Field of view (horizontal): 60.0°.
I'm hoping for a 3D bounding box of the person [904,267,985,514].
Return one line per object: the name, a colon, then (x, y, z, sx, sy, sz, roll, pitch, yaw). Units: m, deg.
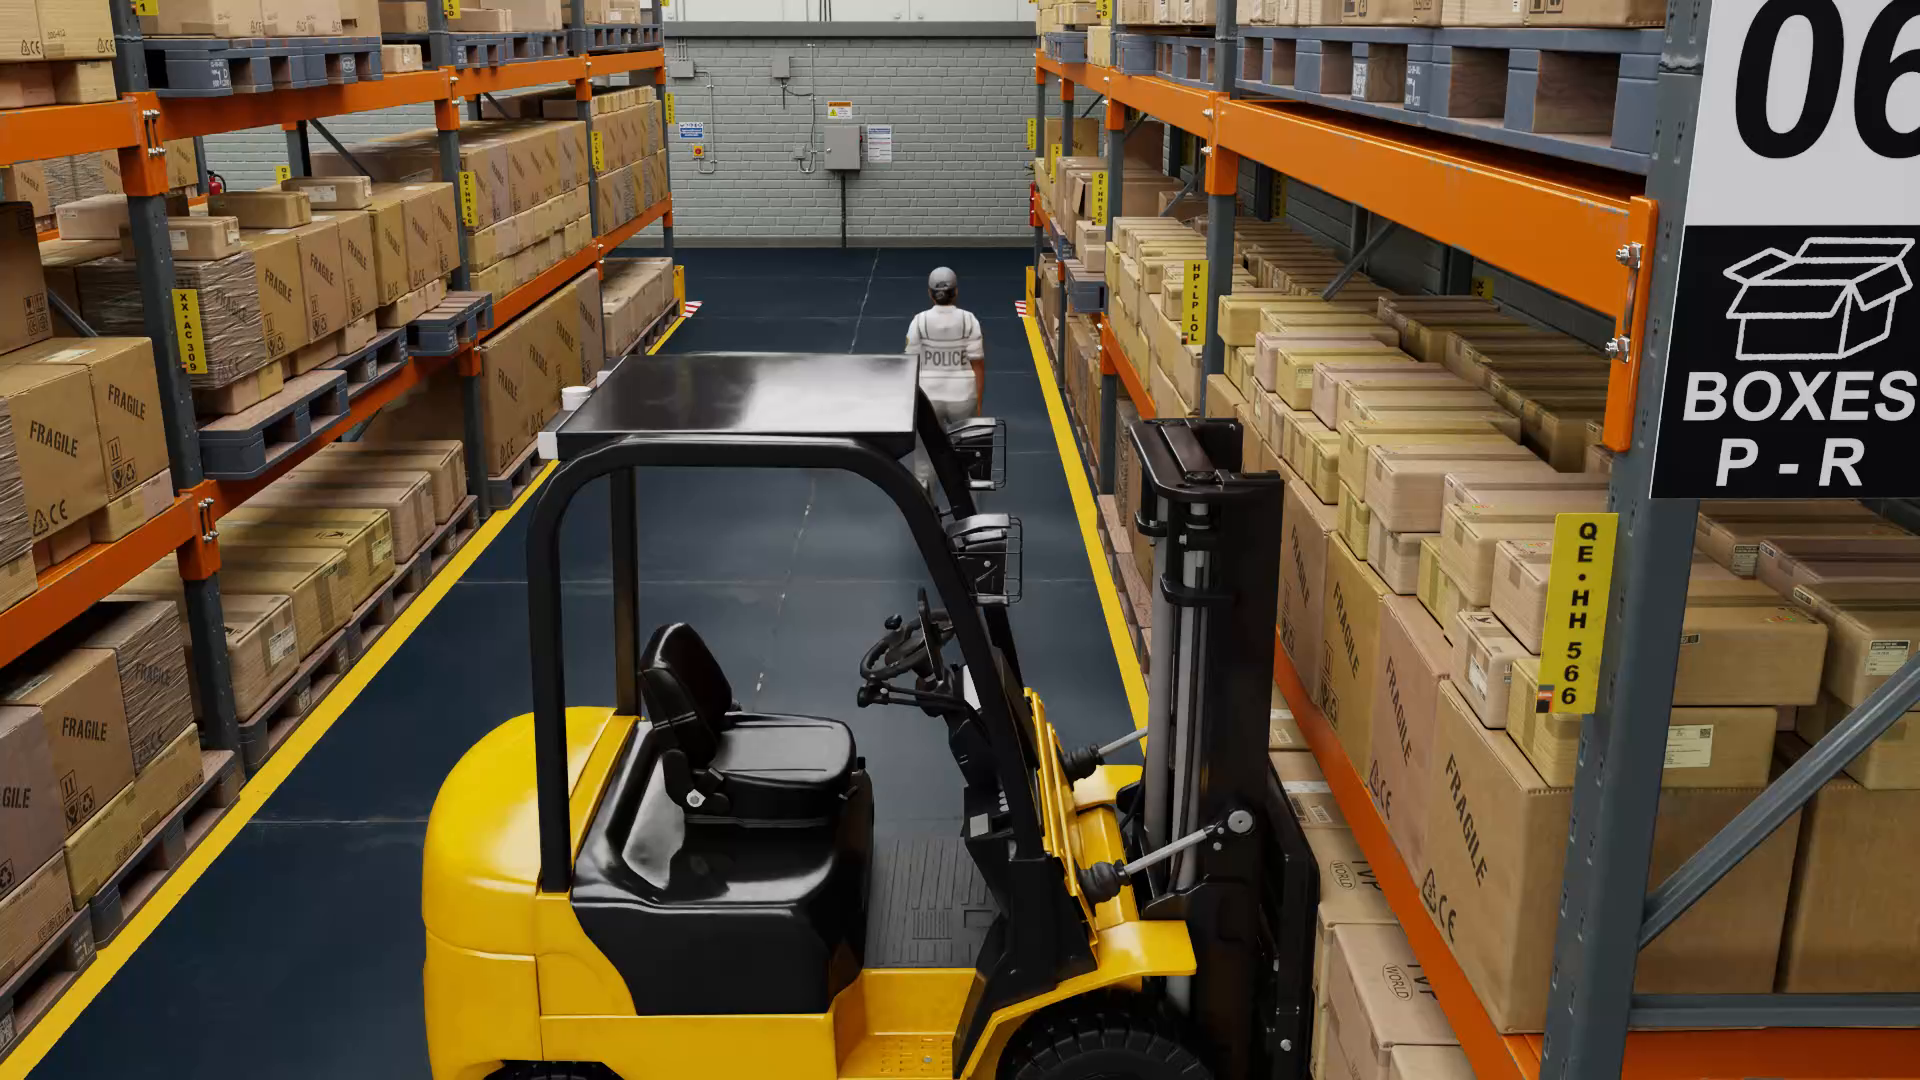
person: (-0.107, -0.834, 10.210, 0.495, 1.691, 0.466, -2, 17, -7)
